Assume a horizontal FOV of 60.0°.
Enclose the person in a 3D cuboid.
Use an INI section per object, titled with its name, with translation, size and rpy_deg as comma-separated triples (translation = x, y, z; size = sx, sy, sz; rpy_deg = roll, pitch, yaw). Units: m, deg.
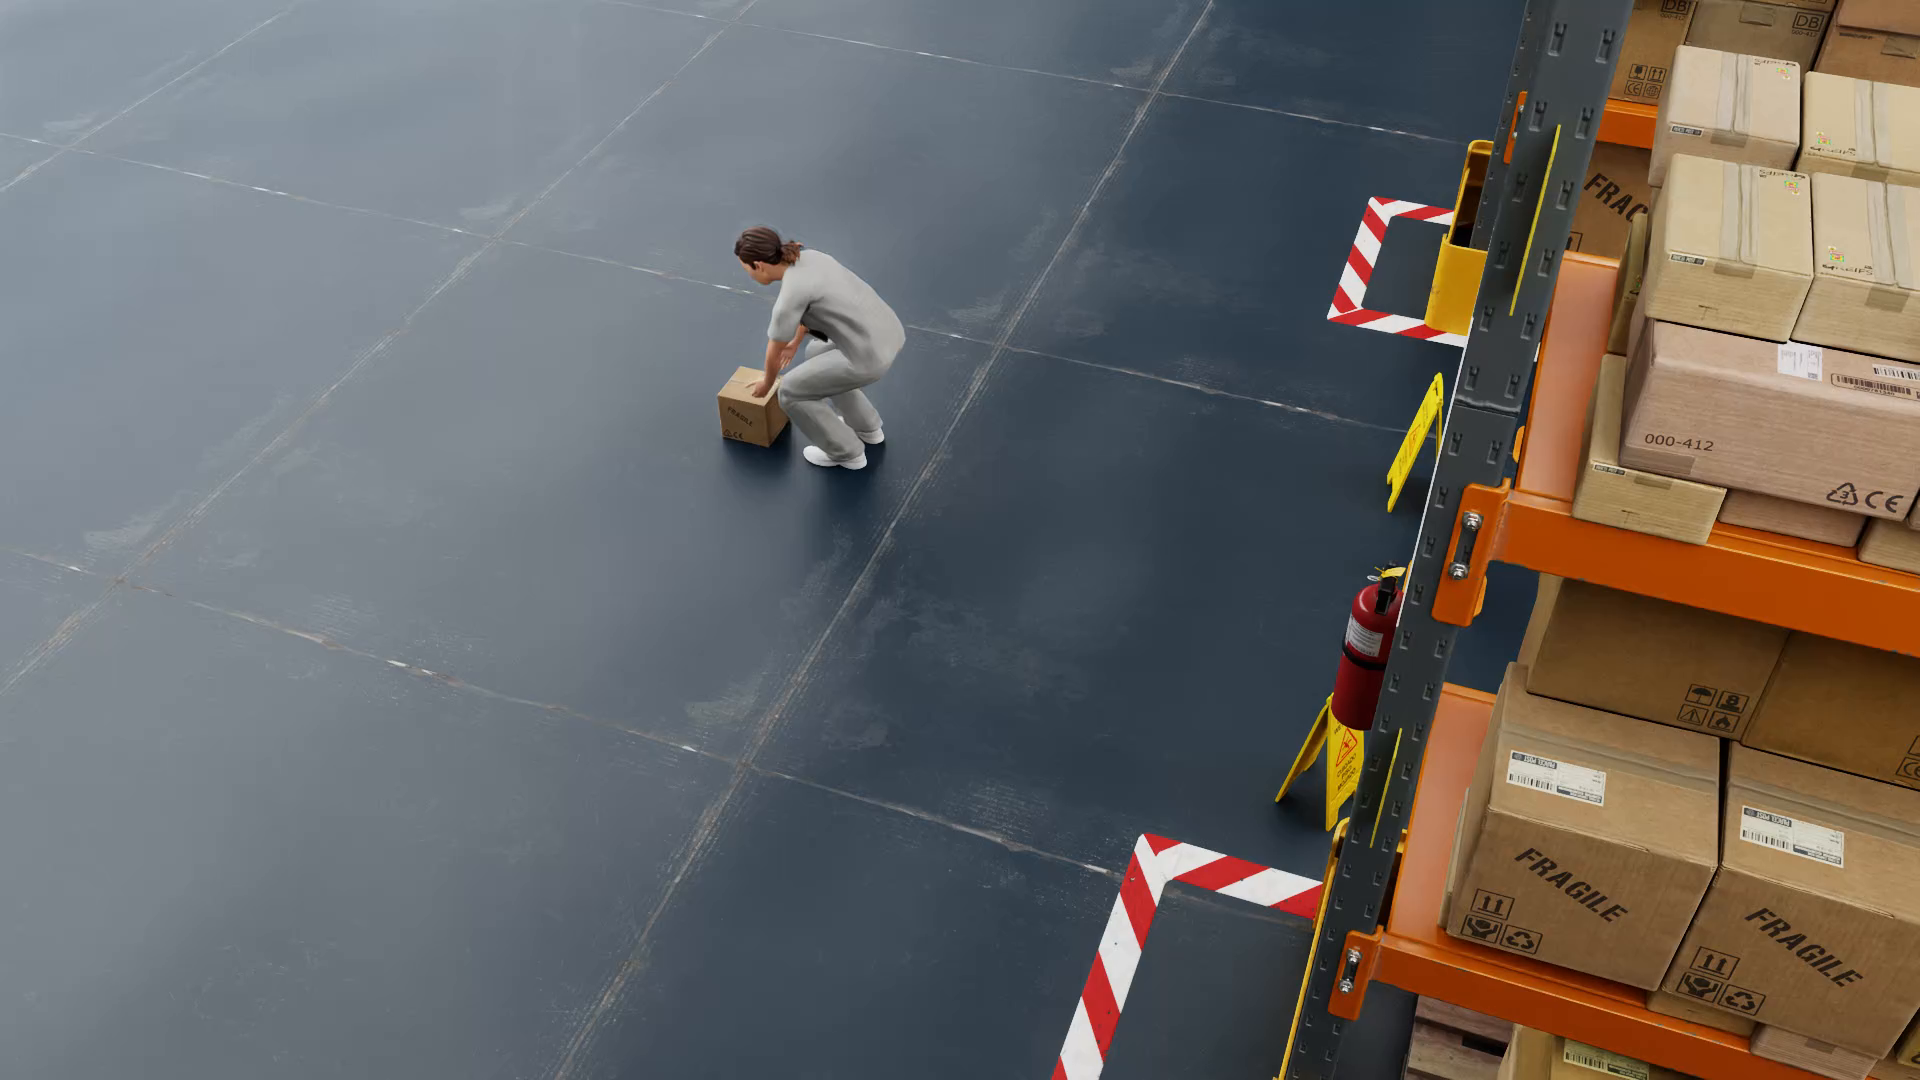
[person]
translation = -0.629, -0.866, 7.525
size = 0.740, 1.159, 0.494
rpy_deg = 14, 43, 15
